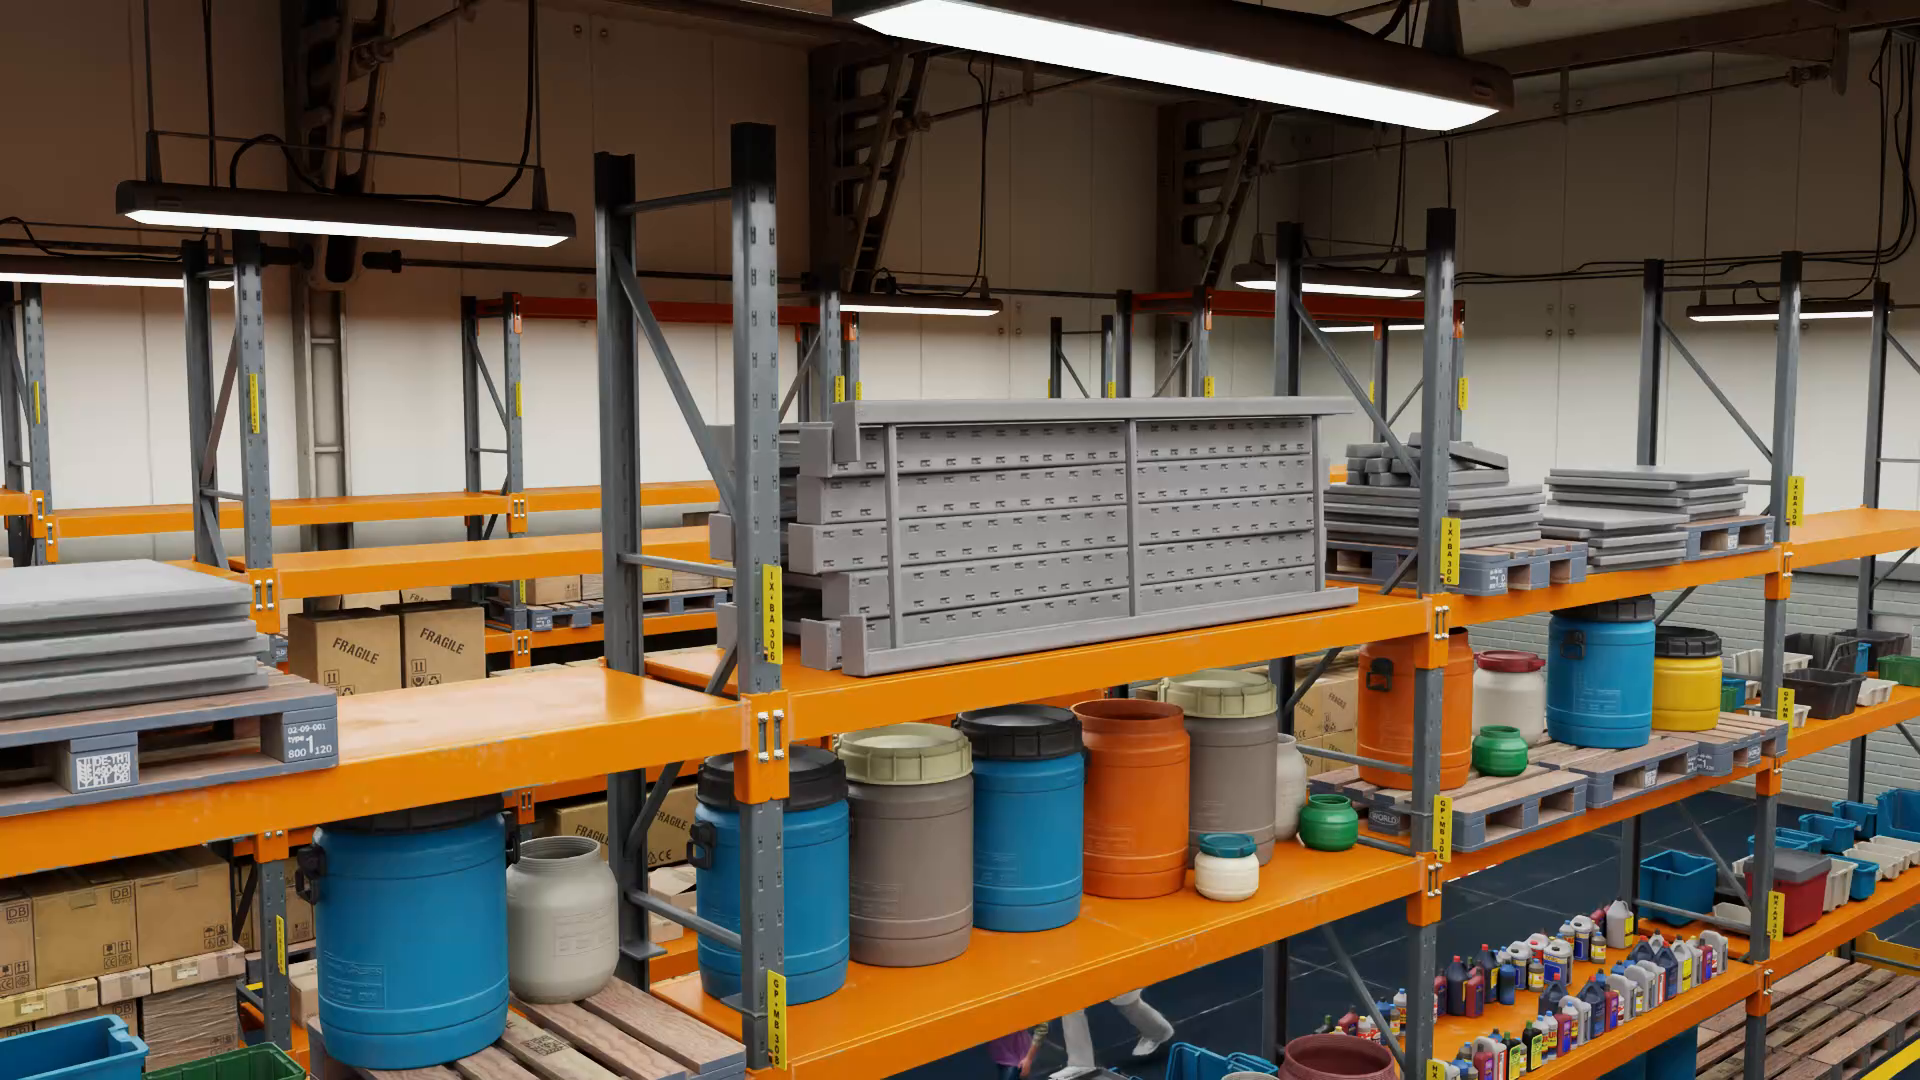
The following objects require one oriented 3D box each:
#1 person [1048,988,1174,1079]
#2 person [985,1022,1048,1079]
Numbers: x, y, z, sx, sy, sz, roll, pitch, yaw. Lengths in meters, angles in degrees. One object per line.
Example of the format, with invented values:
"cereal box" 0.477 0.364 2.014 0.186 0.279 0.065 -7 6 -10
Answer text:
"person" 1.159 3.166 12.380 1.159 1.619 0.722 -3 6 -31
"person" 0.291 3.404 10.870 0.802 1.531 0.605 -3 6 -30
